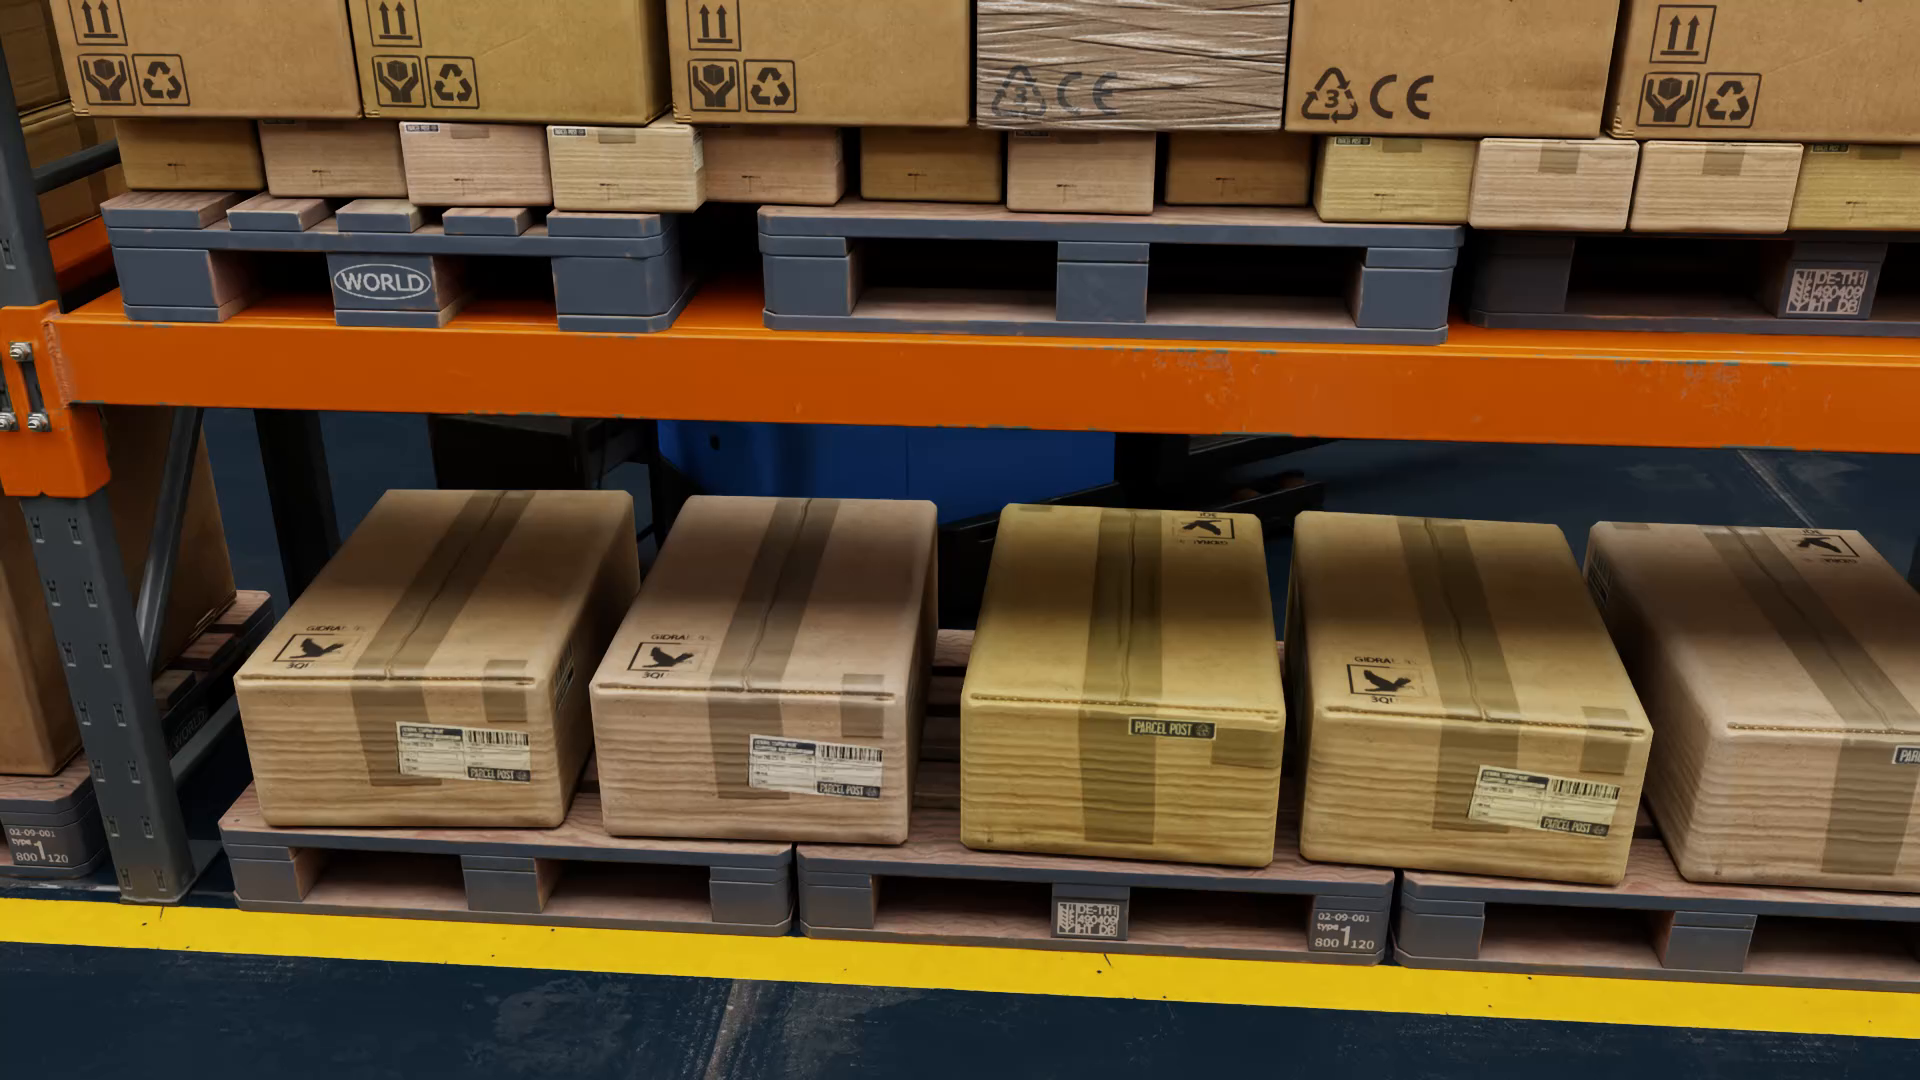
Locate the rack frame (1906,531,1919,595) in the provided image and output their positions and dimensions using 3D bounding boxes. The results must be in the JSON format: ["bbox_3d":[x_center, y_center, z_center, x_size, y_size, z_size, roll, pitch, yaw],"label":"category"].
[{"bbox_3d":[2.296,-0.661,3.099,0.127,3.000,1.000,2,25,4],"label":"rack frame"}]

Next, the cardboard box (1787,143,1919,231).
[{"bbox_3d":[1.500,-0.655,2.884,0.250,0.149,0.380,1,25,2],"label":"cardboard box"}]

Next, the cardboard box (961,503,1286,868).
[{"bbox_3d":[0.362,0.283,3.688,0.625,0.372,0.950,3,25,6],"label":"cardboard box"}]

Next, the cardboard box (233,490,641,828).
[{"bbox_3d":[-1.130,0.236,3.790,0.625,0.372,0.950,0,25,0],"label":"cardboard box"}]

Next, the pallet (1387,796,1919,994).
[{"bbox_3d":[1.520,0.581,3.735,1.213,0.211,1.003,2,25,4],"label":"pallet"}]

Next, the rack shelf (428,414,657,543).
[{"bbox_3d":[-1.198,-0.193,4.864,0.480,0.518,0.431,9,26,19],"label":"rack shelf"}]

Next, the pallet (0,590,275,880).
[{"bbox_3d":[-2.473,0.421,4.083,1.213,0.211,1.003,2,25,4],"label":"pallet"}]

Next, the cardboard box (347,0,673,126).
[{"bbox_3d":[-0.741,-1.036,2.935,0.500,0.500,0.500,3,25,7],"label":"cardboard box"}]

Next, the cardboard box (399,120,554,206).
[{"bbox_3d":[-0.834,-0.727,3.040,0.250,0.149,0.380,0,25,1],"label":"cardboard box"}]

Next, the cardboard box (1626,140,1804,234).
[{"bbox_3d":[1.240,-0.648,2.869,0.250,0.149,0.380,1,25,3],"label":"cardboard box"}]

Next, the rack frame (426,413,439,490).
[{"bbox_3d":[-1.426,-0.877,4.644,0.015,2.100,0.400,9,26,19],"label":"rack frame"}]

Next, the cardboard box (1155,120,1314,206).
[{"bbox_3d":[0.491,-0.729,3.045,0.250,0.149,0.380,1,25,2],"label":"cardboard box"}]

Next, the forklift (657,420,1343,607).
[{"bbox_3d":[0.573,-1.498,4.999,3.031,2.935,1.130,-14,28,-28],"label":"forklift"}]

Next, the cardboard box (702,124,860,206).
[{"bbox_3d":[-0.315,-0.734,3.056,0.250,0.149,0.380,3,25,7],"label":"cardboard box"}]

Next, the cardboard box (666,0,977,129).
[{"bbox_3d":[-0.211,-1.022,2.904,0.500,0.500,0.500,2,25,5],"label":"cardboard box"}]

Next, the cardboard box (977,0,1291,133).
[{"bbox_3d":[0.287,-1.003,2.863,0.500,0.500,0.500,1,25,2],"label":"cardboard box"}]

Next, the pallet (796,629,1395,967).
[{"bbox_3d":[0.300,0.543,3.817,1.213,0.211,1.003,2,25,4],"label":"pallet"}]

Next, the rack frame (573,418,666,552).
[{"bbox_3d":[-0.970,-0.805,4.487,0.015,2.100,0.400,9,26,19],"label":"rack frame"}]

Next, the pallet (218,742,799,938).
[{"bbox_3d":[-0.913,0.503,3.904,1.213,0.211,1.003,2,25,4],"label":"pallet"}]

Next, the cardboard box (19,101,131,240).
[{"bbox_3d":[-2.161,-0.842,3.670,0.500,0.250,0.500,1,25,3],"label":"cardboard box"}]

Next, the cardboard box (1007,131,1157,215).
[{"bbox_3d":[0.225,-0.706,2.994,0.250,0.149,0.380,3,25,6],"label":"cardboard box"}]

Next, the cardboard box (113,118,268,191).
[{"bbox_3d":[-1.382,-0.778,3.151,0.250,0.149,0.380,0,25,1],"label":"cardboard box"}]

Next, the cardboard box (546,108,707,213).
[{"bbox_3d":[-0.561,-0.710,3.002,0.250,0.149,0.380,2,25,4],"label":"cardboard box"}]

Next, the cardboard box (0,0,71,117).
[{"bbox_3d":[-2.179,-1.067,3.563,0.500,0.250,0.500,2,25,4],"label":"cardboard box"}]

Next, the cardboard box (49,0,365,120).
[{"bbox_3d":[-1.261,-1.050,2.965,0.500,0.500,0.500,1,25,3],"label":"cardboard box"}]

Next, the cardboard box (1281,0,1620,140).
[{"bbox_3d":[0.809,-0.986,2.827,0.500,0.500,0.500,3,25,6],"label":"cardboard box"}]

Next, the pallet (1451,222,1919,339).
[{"bbox_3d":[1.545,-0.659,3.324,1.213,0.211,1.003,2,25,4],"label":"pallet"}]

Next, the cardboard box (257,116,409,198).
[{"bbox_3d":[-1.103,-0.755,3.101,0.250,0.149,0.380,0,25,1],"label":"cardboard box"}]

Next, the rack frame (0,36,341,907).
[{"bbox_3d":[-1.692,-0.789,3.377,0.127,3.000,1.000,2,25,4],"label":"rack frame"}]

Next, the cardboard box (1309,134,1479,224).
[{"bbox_3d":[0.746,-0.678,2.933,0.250,0.149,0.380,2,25,4],"label":"cardboard box"}]

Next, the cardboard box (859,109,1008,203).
[{"bbox_3d":[-0.030,-0.742,3.072,0.250,0.149,0.380,3,25,6],"label":"cardboard box"}]

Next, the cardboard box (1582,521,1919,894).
[{"bbox_3d":[1.773,0.326,3.595,0.625,0.372,0.950,2,25,5],"label":"cardboard box"}]

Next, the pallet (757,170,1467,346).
[{"bbox_3d":[0.285,-0.656,3.317,1.213,0.211,1.003,2,25,4],"label":"pallet"}]

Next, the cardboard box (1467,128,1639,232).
[{"bbox_3d":[0.986,-0.655,2.884,0.250,0.149,0.380,2,25,4],"label":"cardboard box"}]

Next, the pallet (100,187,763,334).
[{"bbox_3d":[-0.974,-0.724,3.464,1.003,0.211,1.213,2,25,4],"label":"pallet"}]

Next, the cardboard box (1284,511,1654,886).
[{"bbox_3d":[1.056,0.304,3.641,0.625,0.372,0.950,3,25,7],"label":"cardboard box"}]

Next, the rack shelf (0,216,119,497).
[{"bbox_3d":[-3.686,-0.527,3.666,4.000,0.370,1.077,2,25,4],"label":"rack shelf"}]

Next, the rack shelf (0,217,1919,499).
[{"bbox_3d":[0.302,-0.399,3.388,4.000,0.370,1.077,2,25,4],"label":"rack shelf"}]

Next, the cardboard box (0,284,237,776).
[{"bbox_3d":[-2.375,-0.072,3.857,0.875,0.875,0.875,2,25,4],"label":"cardboard box"}]

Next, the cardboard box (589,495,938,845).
[{"bbox_3d":[-0.393,0.256,3.746,0.625,0.372,0.950,1,25,3],"label":"cardboard box"}]

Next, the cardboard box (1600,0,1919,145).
[{"bbox_3d":[1.323,-0.967,2.786,0.500,0.500,0.500,2,25,4],"label":"cardboard box"}]

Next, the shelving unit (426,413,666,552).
[{"bbox_3d":[-1.198,-0.841,4.566,0.503,2.100,0.431,9,26,19],"label":"shelving unit"}]
